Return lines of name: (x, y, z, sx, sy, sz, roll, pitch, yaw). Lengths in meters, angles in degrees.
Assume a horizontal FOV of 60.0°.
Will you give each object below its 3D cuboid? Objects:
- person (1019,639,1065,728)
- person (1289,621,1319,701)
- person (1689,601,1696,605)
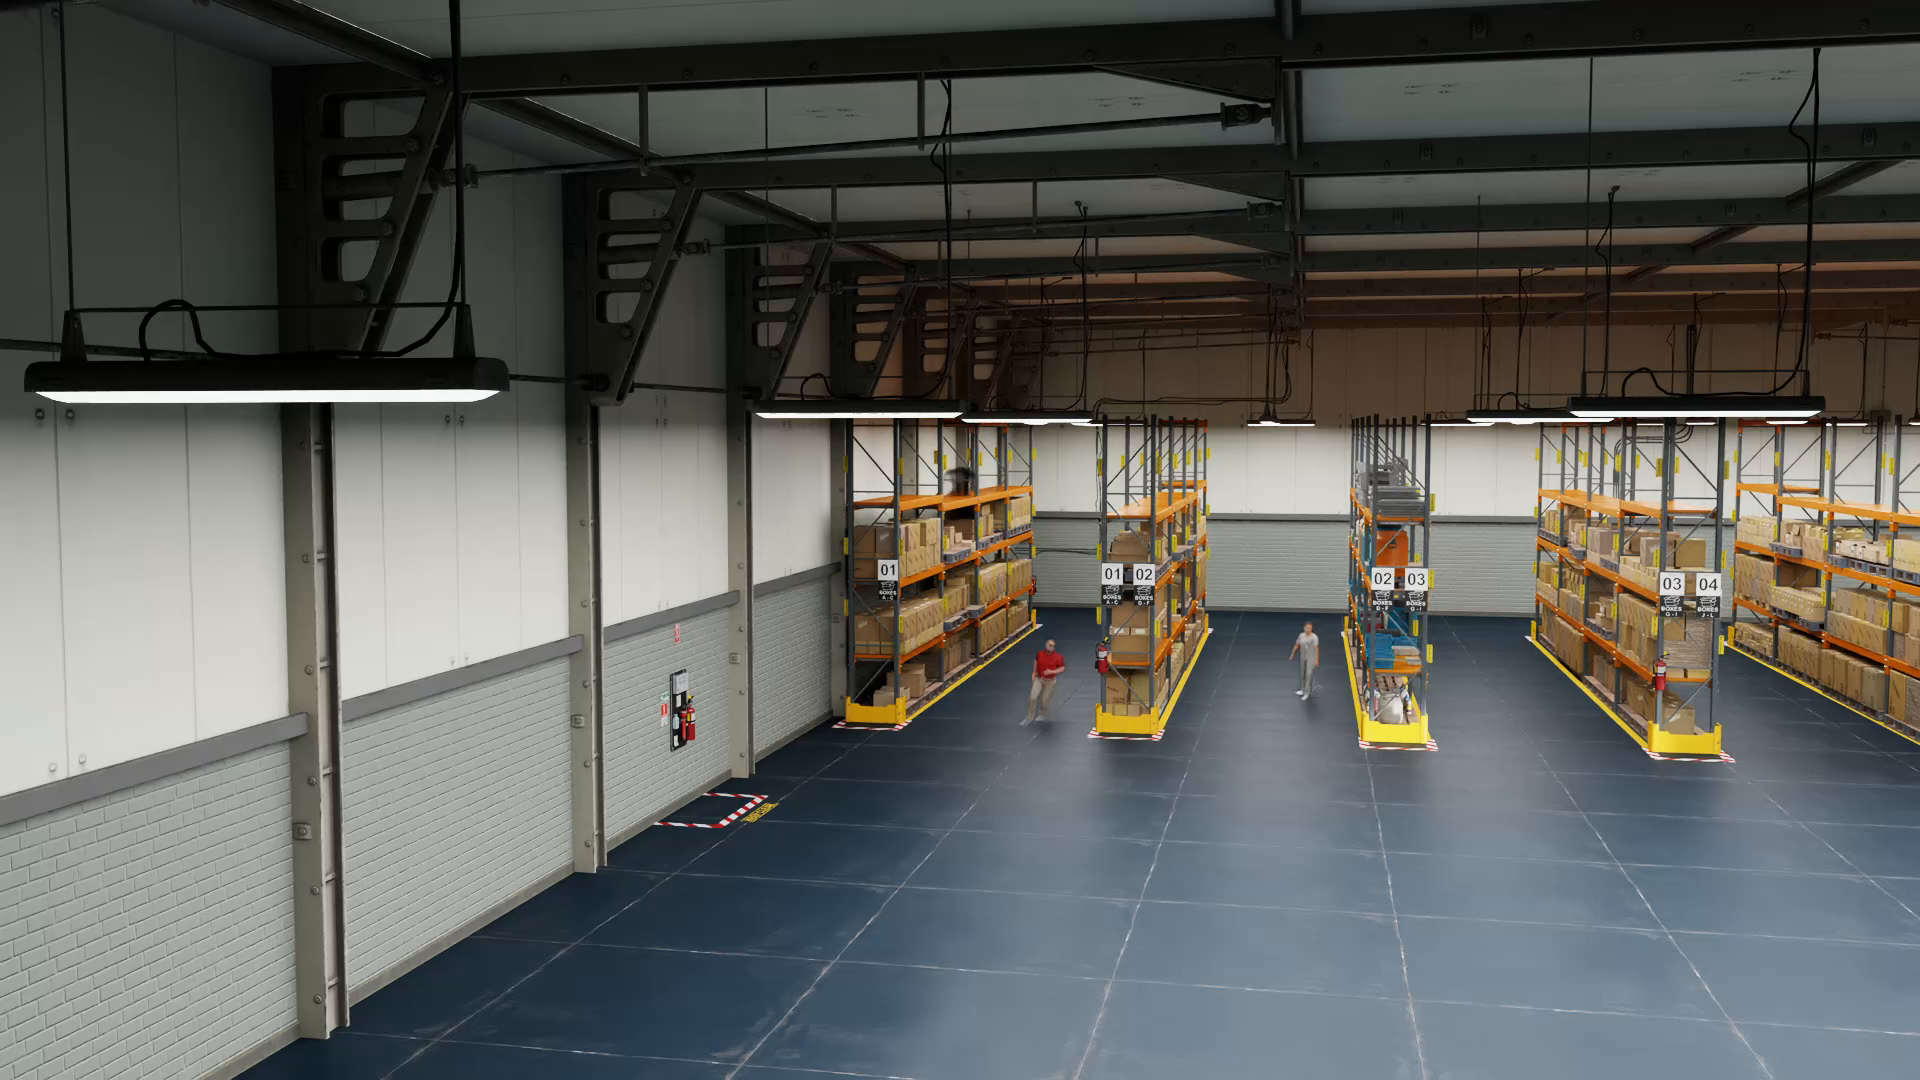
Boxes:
person: (1.624, 2.747, 32.157, 0.846, 1.692, 0.747, 1, 4, 13)
person: (7.351, 2.544, 35.408, 0.761, 1.662, 0.611, -4, 5, -44)
person: (19.108, 1.999, 43.820, 0.672, 1.653, 0.875, 2, 4, 29)
